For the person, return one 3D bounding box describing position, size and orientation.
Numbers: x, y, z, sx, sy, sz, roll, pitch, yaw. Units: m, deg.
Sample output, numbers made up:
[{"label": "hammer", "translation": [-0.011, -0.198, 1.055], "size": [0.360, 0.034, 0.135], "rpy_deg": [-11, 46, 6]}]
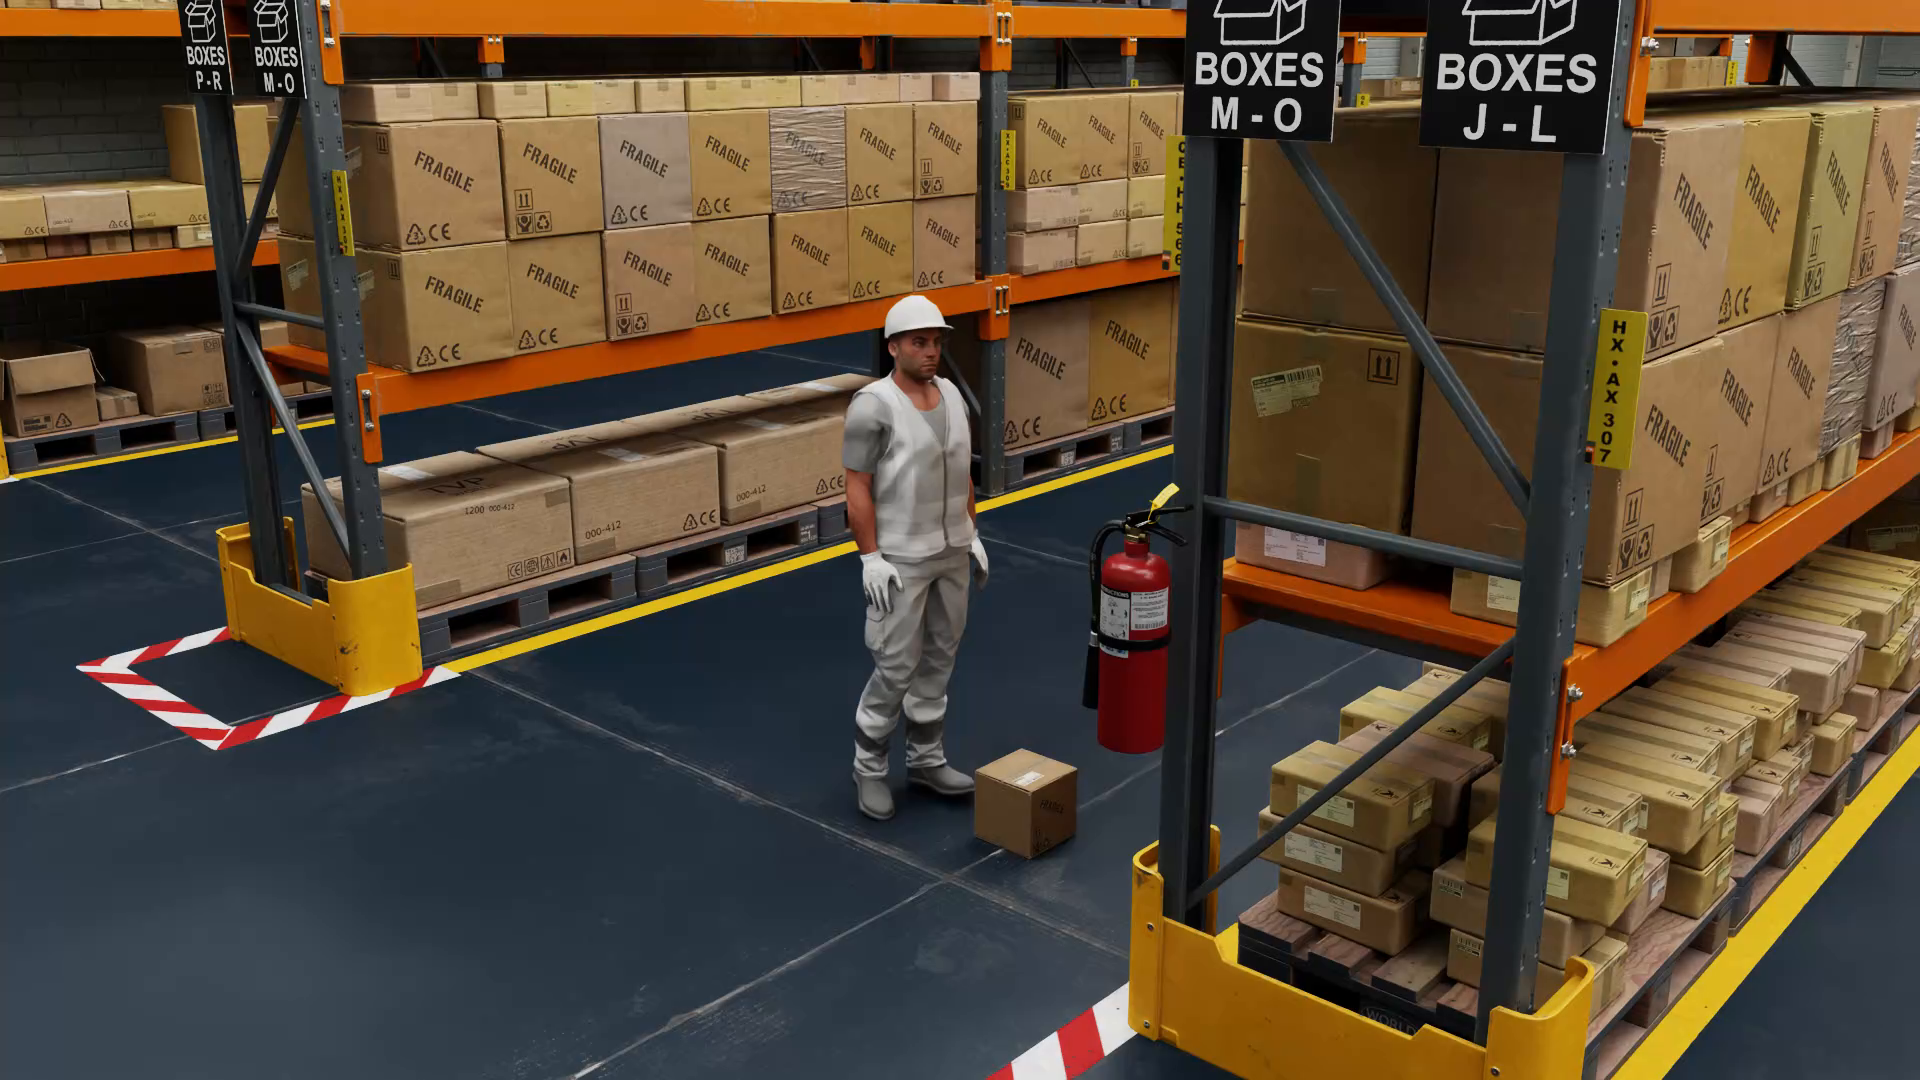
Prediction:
[{"label": "person", "translation": [-0.132, 0.055, 5.779], "size": [0.576, 1.804, 0.381], "rpy_deg": [-15, 22, -41]}]
